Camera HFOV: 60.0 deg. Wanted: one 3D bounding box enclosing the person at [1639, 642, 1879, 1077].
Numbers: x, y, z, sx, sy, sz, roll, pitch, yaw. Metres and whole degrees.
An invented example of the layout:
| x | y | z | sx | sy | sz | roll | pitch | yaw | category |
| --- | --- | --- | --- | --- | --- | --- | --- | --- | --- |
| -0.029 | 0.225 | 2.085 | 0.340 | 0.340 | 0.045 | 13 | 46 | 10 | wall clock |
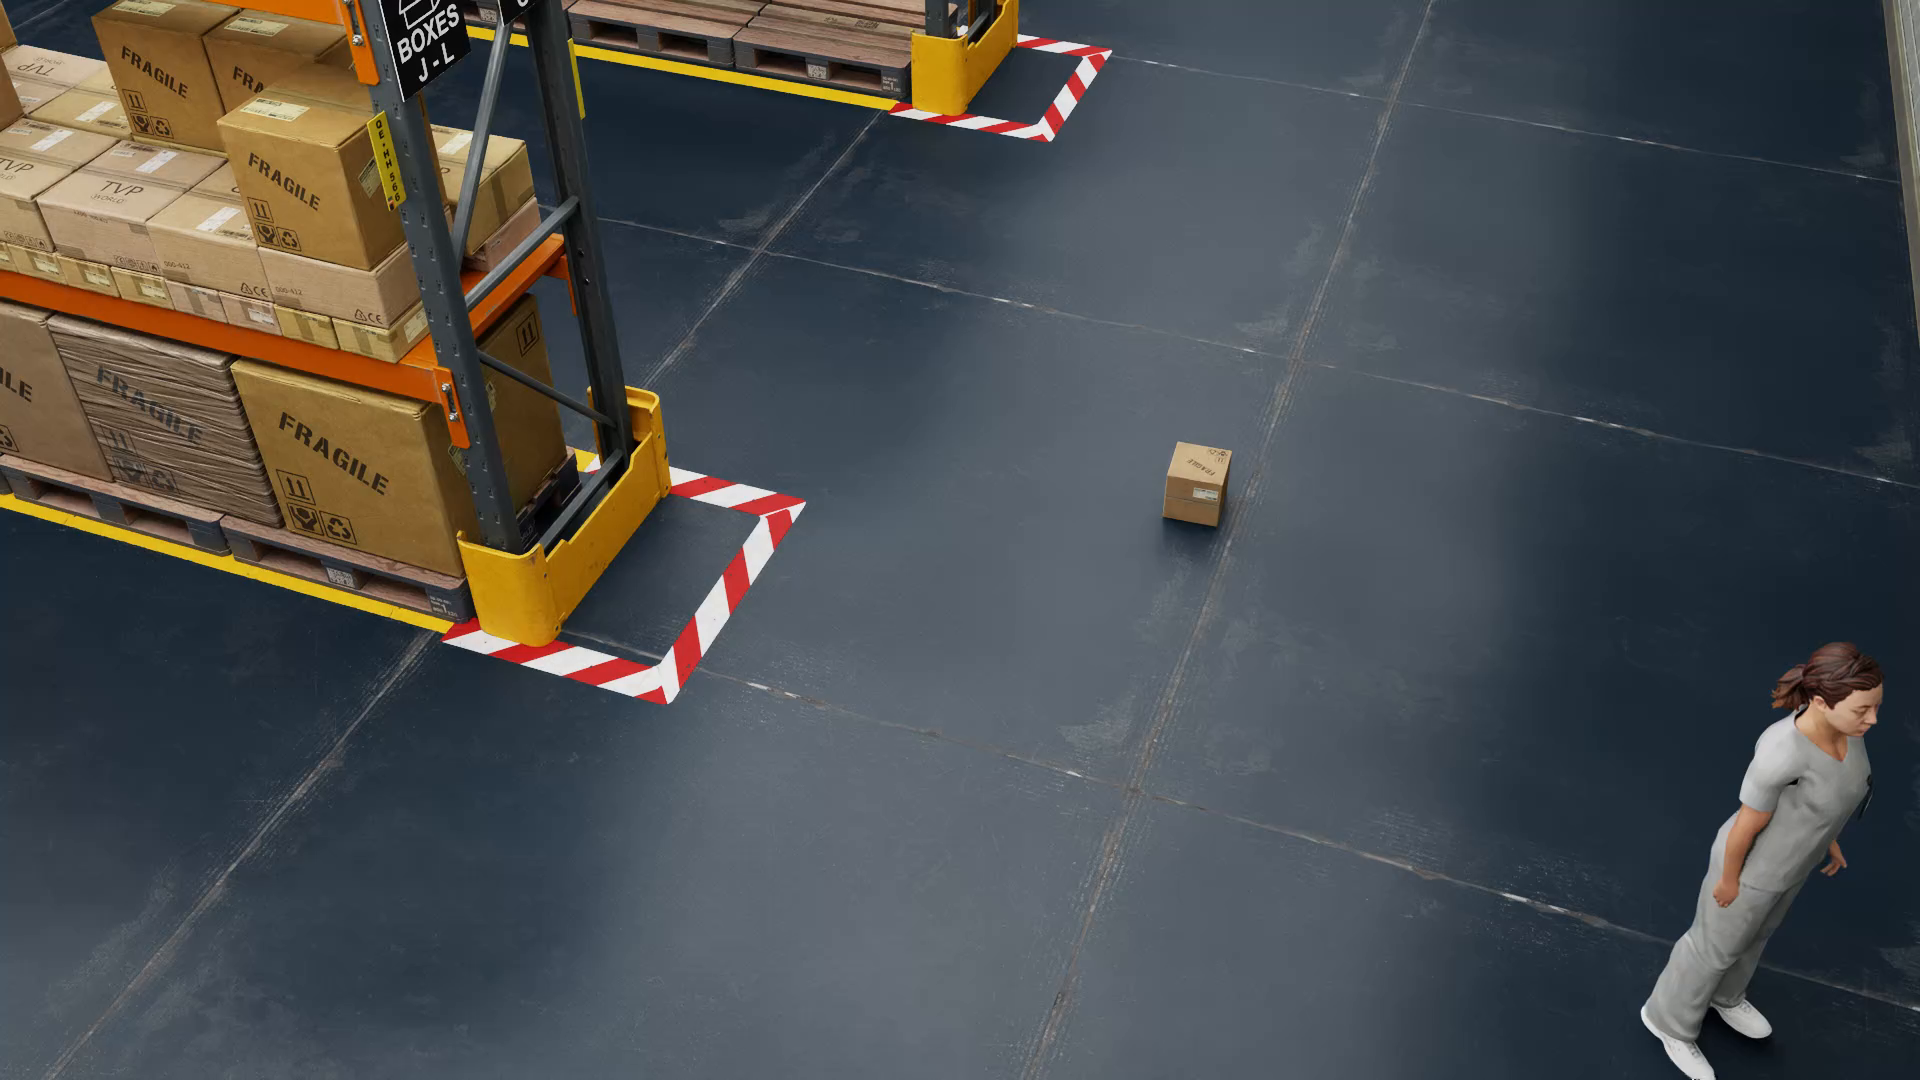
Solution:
| x | y | z | sx | sy | sz | roll | pitch | yaw | category |
| --- | --- | --- | --- | --- | --- | --- | --- | --- | --- |
| 2.461 | 0.965 | 5.077 | 0.429 | 1.671 | 0.393 | -27 | 48 | -27 | person |
